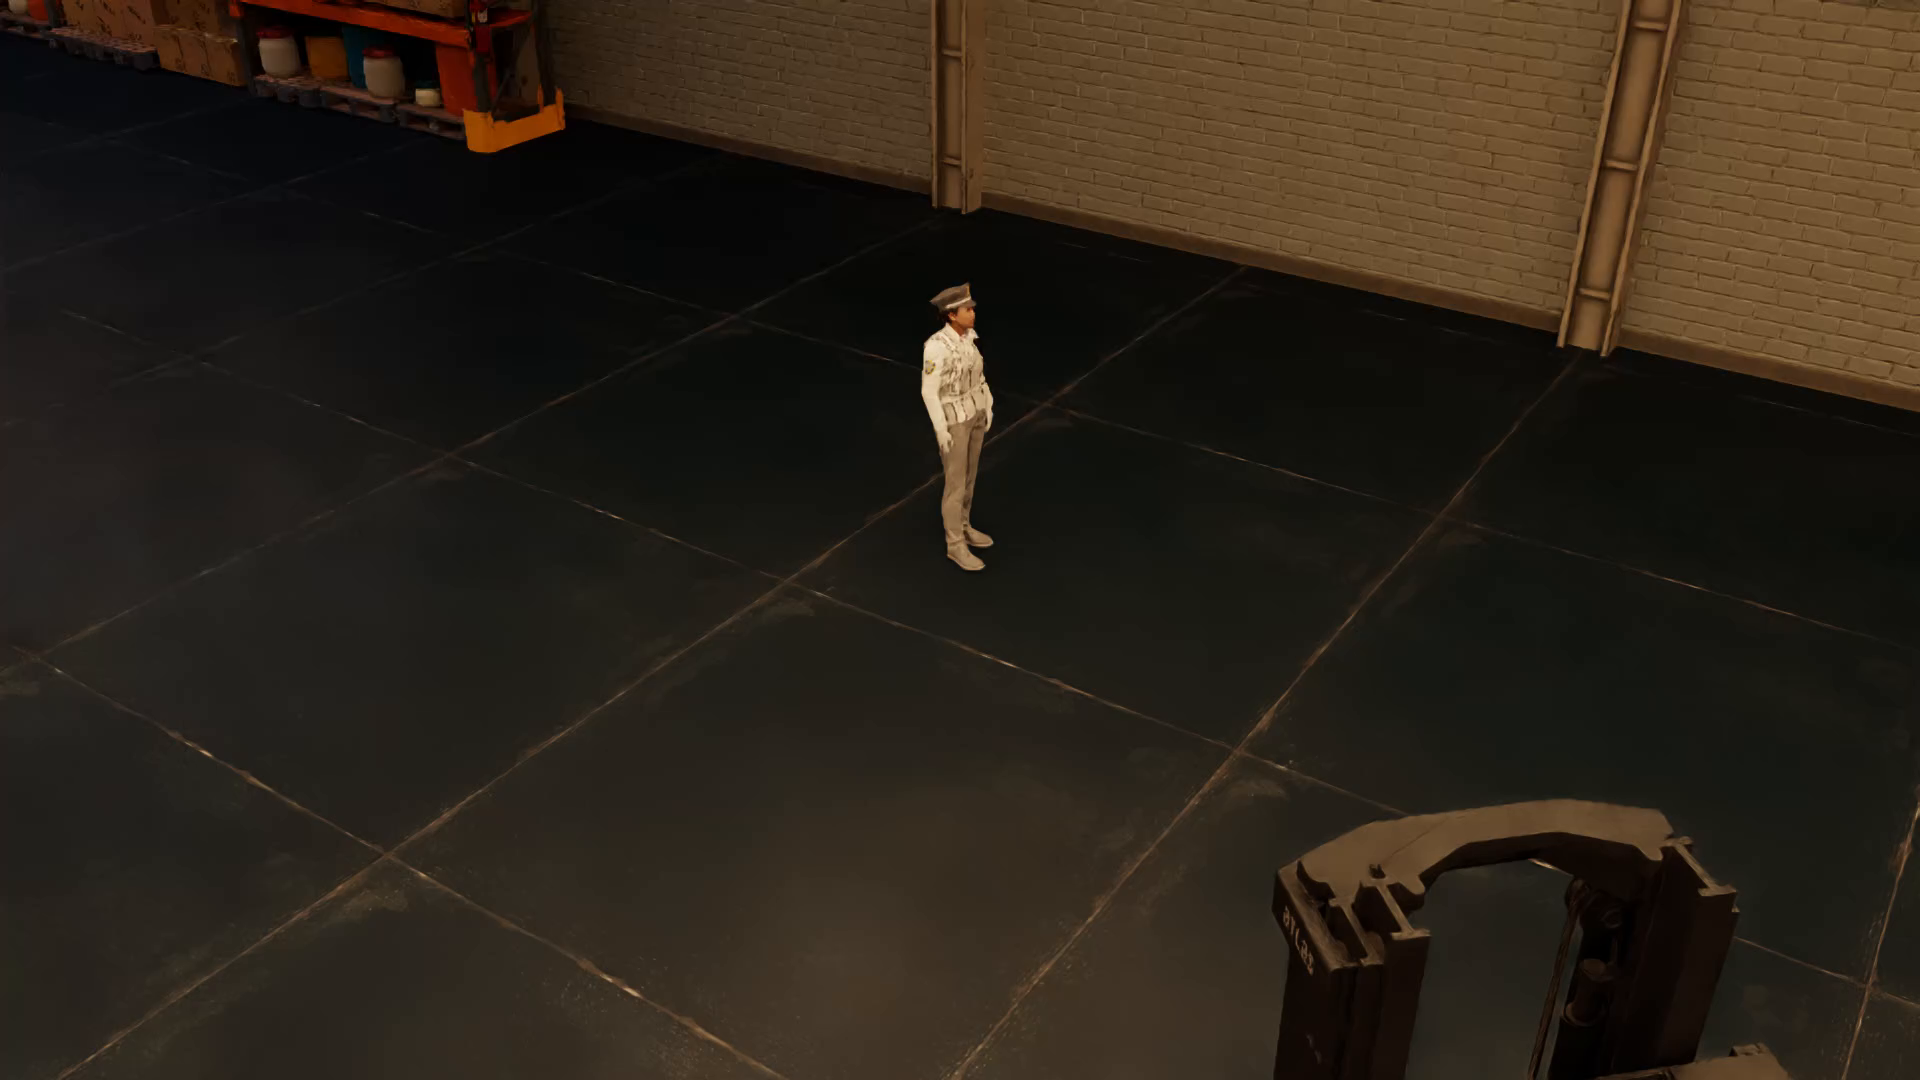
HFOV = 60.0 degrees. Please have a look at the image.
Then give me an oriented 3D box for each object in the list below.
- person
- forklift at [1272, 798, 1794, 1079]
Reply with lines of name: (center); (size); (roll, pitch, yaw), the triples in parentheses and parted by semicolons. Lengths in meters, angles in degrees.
person: (0.052, -0.717, 10.033); (0.533, 1.695, 0.586); (19, 35, 29)
forklift: (1.291, 2.189, 3.811); (1.130, 2.935, 3.031); (-5, 31, -9)
